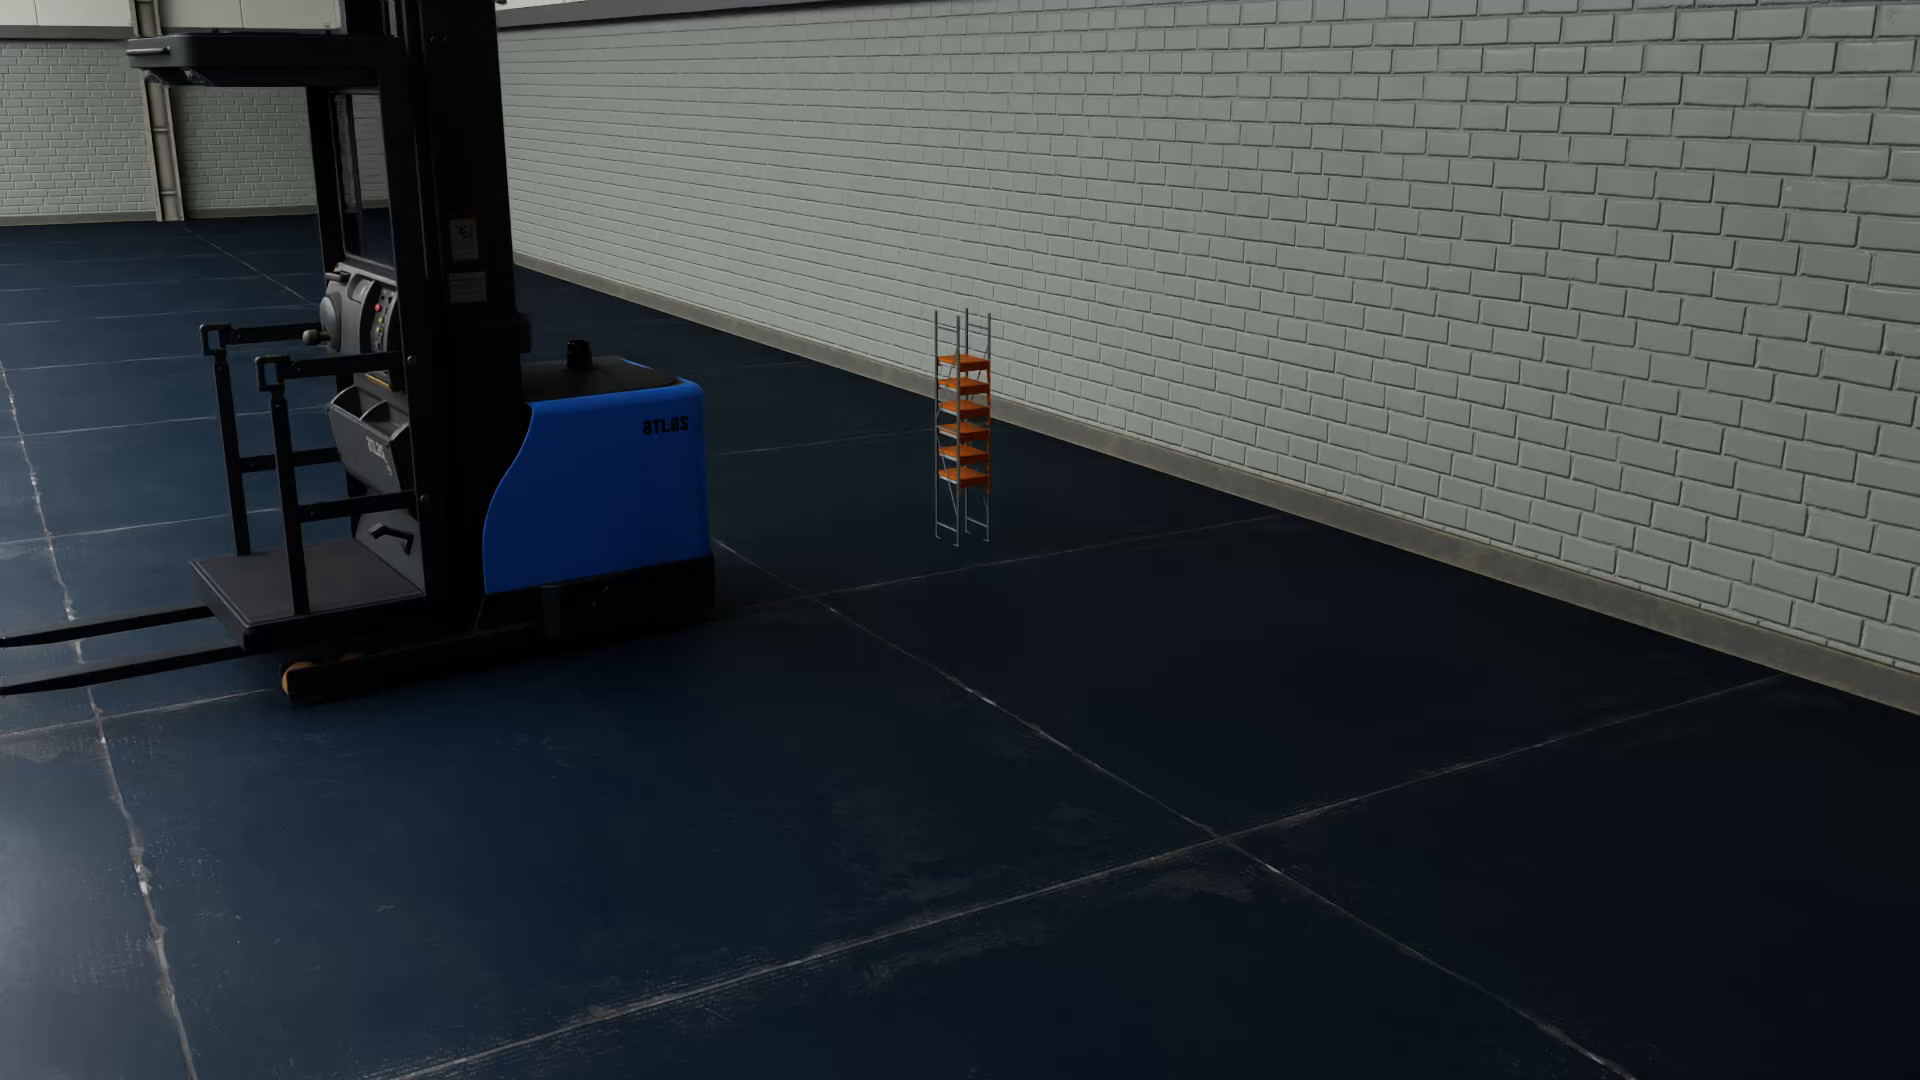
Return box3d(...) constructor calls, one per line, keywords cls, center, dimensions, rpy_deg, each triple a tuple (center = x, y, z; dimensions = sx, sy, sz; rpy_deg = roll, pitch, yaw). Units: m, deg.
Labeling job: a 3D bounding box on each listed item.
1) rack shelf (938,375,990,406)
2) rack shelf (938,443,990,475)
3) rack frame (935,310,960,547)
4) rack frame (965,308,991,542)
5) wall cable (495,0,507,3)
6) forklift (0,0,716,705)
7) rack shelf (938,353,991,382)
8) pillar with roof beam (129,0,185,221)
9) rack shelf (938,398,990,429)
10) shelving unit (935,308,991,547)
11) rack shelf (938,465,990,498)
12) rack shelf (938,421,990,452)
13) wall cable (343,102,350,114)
box3d(cls="rack shelf", center=(0.012, -0.768, 8.541), dimensions=(0.180, 0.103, 0.258), rpy_deg=(-9, 18, -30))
box3d(cls="rack shelf", center=(0.012, -0.421, 8.638), dimensions=(0.180, 0.103, 0.258), rpy_deg=(-9, 18, -30))
box3d(cls="rack frame", center=(-0.066, -0.567, 8.548), dimensions=(0.006, 1.200, 0.240), rpy_deg=(-9, 18, -30))
box3d(cls="rack frame", center=(0.091, -0.592, 8.639), dimensions=(0.006, 1.200, 0.240), rpy_deg=(-9, 18, -30))
box3d(cls="wall cable", center=(-5.151, -9.238, 18.733), dimensions=(0.169, 6.003, 2.305), rpy_deg=(-9, 18, -30))
box3d(cls="forklift", center=(-2.600, -0.933, 6.645), dimensions=(3.031, 2.935, 1.130), rpy_deg=(-11, 19, -33))
box3d(cls="rack shelf", center=(0.012, -0.884, 8.508), dimensions=(0.180, 0.103, 0.258), rpy_deg=(-9, 18, -30))
box3d(cls="pillar with roof beam", center=(-11.015, -8.700, 23.112), dimensions=(0.400, 9.000, 9.100), rpy_deg=(-9, 18, -30))
box3d(cls="rack shelf", center=(0.012, -0.653, 8.573), dimensions=(0.180, 0.103, 0.258), rpy_deg=(-9, 18, -30))
box3d(cls="shelving unit", center=(0.012, -0.580, 8.593), dimensions=(0.189, 1.200, 0.258), rpy_deg=(-9, 18, -30))
box3d(cls="rack shelf", center=(0.012, -0.306, 8.670), dimensions=(0.180, 0.103, 0.258), rpy_deg=(-9, 18, -30))
box3d(cls="rack shelf", center=(0.012, -0.537, 8.605), dimensions=(0.180, 0.103, 0.258), rpy_deg=(-9, 18, -30))
box3d(cls="wall cable", center=(-10.026, -8.304, 27.454), dimensions=(0.112, 2.526, 3.097), rpy_deg=(-9, 18, -30))
